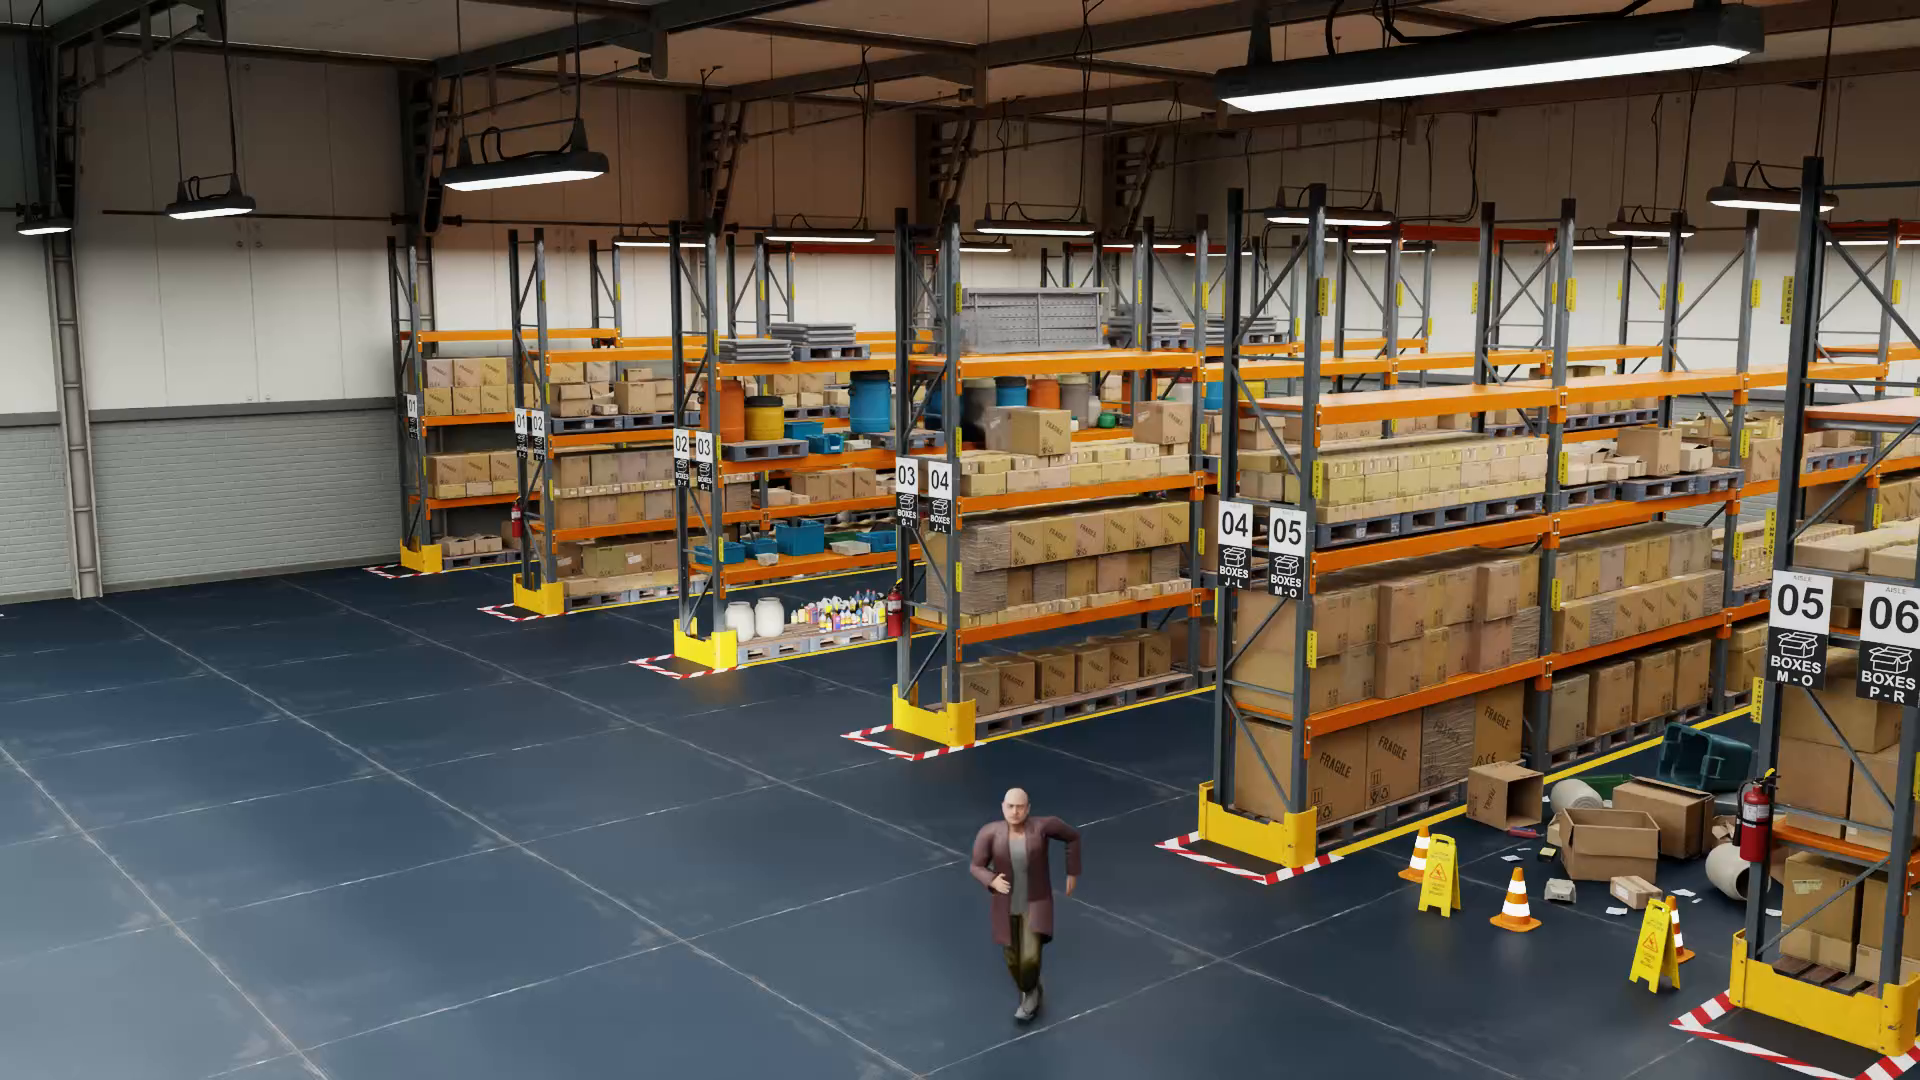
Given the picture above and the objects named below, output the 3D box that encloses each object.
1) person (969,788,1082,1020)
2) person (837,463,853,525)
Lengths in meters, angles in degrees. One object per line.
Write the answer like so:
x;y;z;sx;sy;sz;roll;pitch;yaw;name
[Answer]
0.446;2.548;11.511;0.759;1.727;0.793;1;9;9;person
-2.266;-0.674;32.365;0.643;1.761;0.674;-8;12;-41;person
